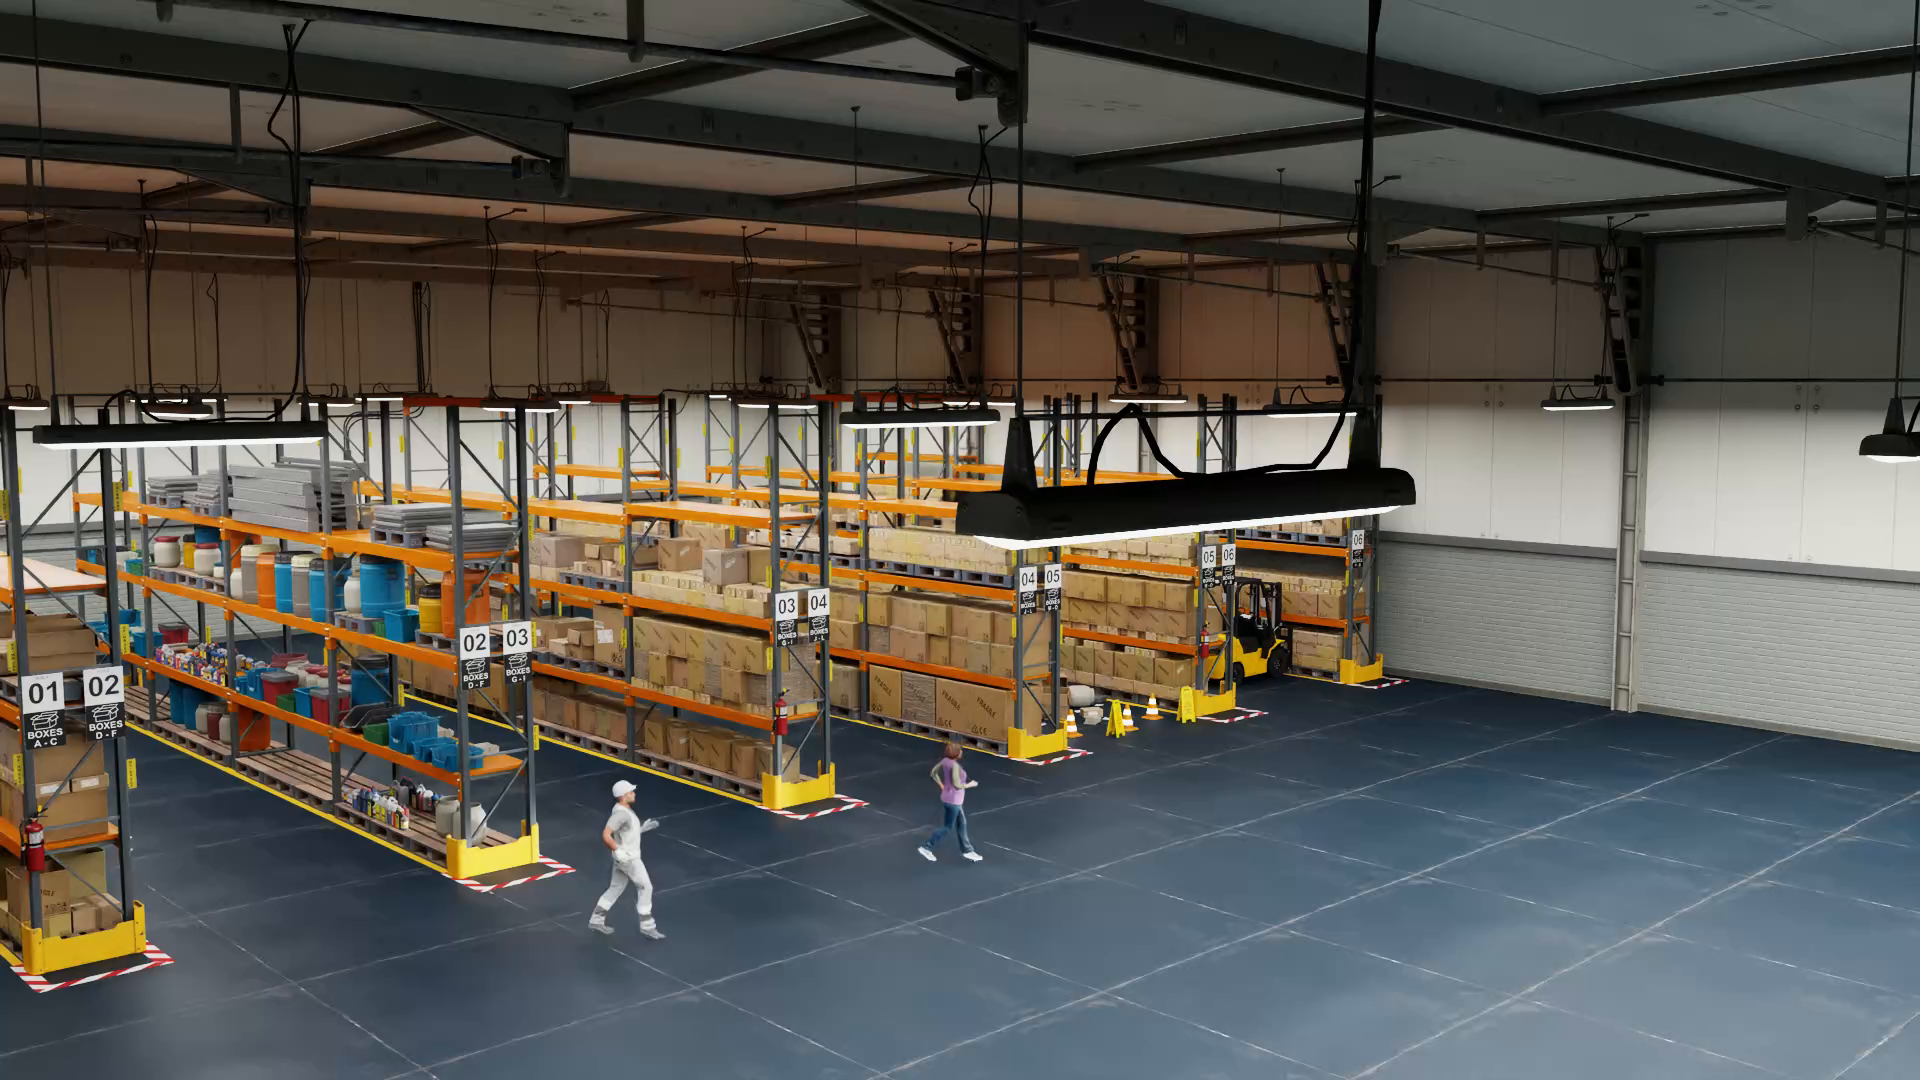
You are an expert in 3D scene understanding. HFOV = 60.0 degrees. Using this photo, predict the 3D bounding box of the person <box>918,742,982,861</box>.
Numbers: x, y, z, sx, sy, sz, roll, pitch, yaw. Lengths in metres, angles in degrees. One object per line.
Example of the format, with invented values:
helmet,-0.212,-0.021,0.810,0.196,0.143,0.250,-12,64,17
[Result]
person,-0.118,3.437,21.631,0.876,1.578,0.540,-1,6,-13

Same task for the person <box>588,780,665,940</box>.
person,-3.772,3.616,18.729,0.843,1.838,0.656,-2,6,-19
